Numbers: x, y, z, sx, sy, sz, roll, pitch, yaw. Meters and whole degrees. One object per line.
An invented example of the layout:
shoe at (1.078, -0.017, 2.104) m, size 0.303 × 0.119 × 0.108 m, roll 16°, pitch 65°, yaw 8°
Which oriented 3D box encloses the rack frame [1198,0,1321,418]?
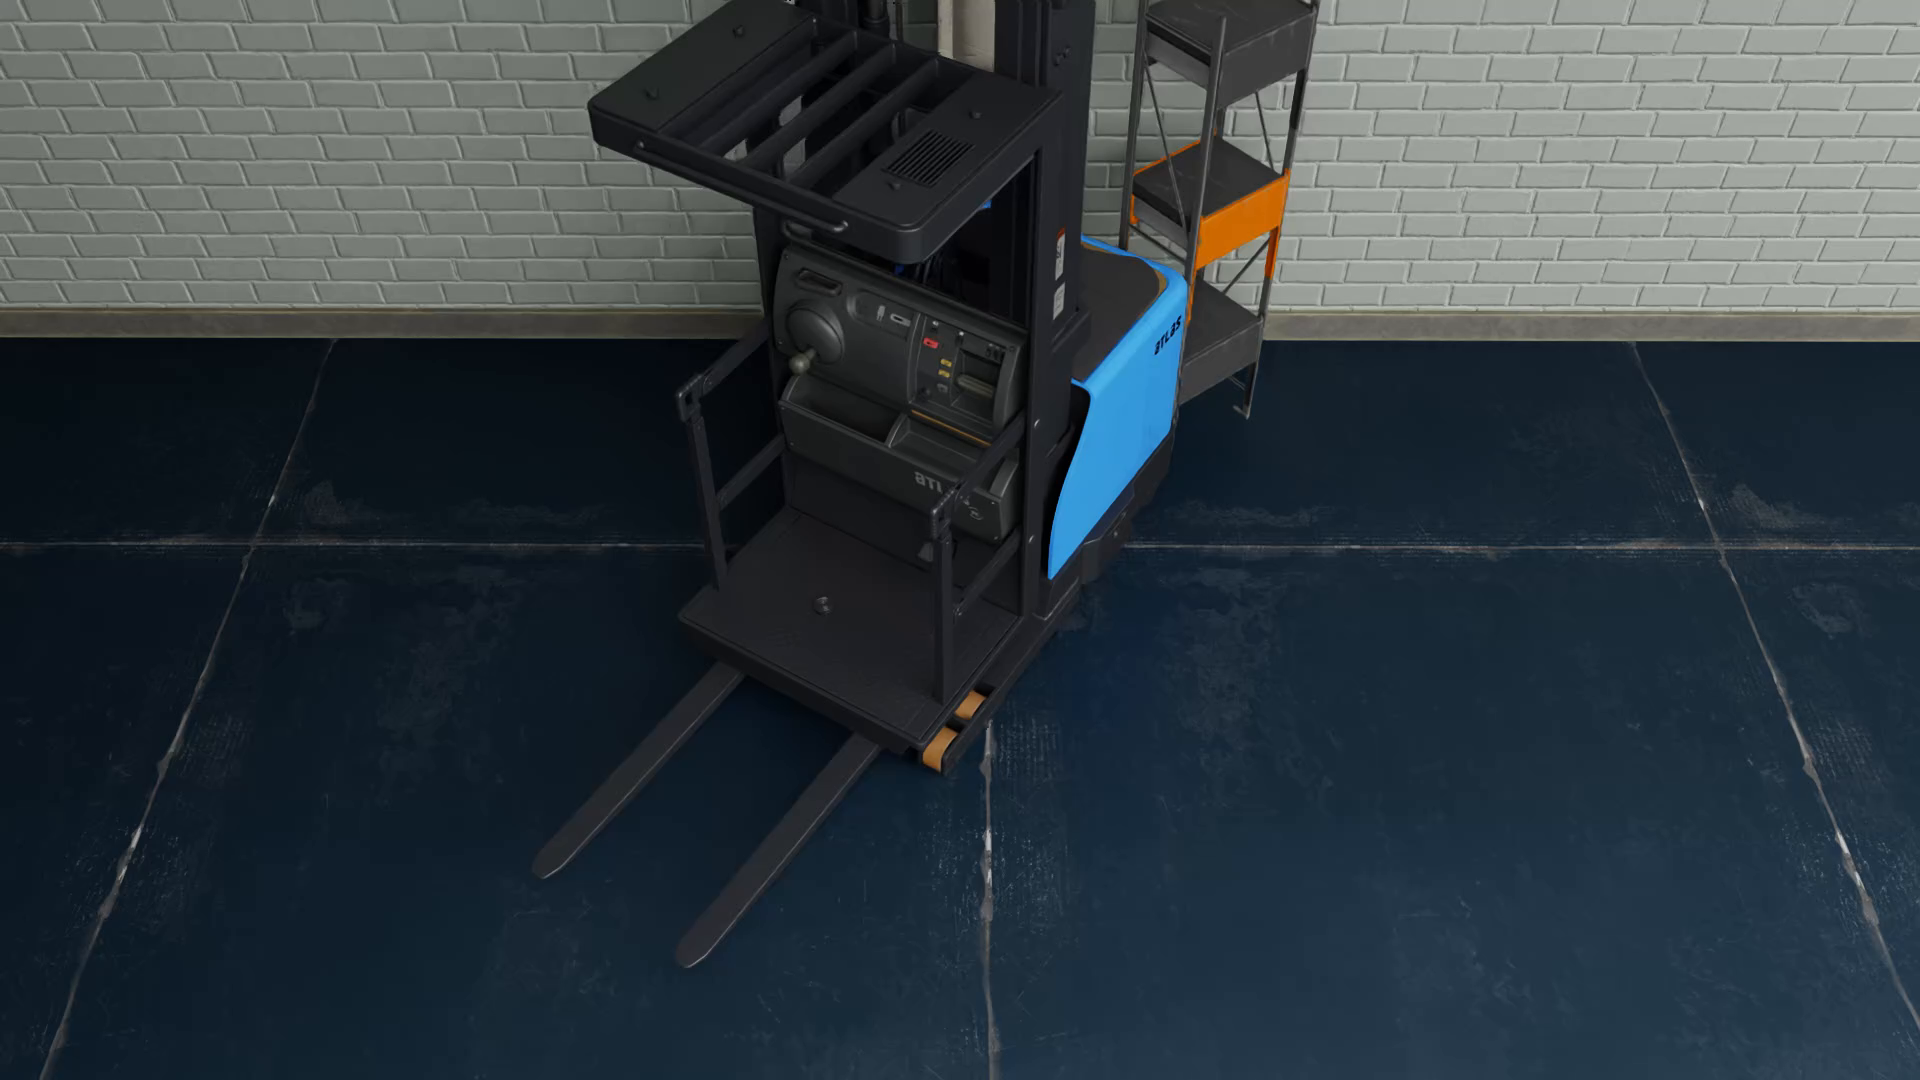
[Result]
rack frame at (1.144, -1.370, 6.670) m, size 0.015 × 2.100 × 0.400 m, roll -31°, pitch 54°, yaw -26°

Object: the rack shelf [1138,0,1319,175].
rack shelf at (0.954, -1.728, 6.065) m, size 0.480 × 0.518 × 0.431 m, roll -31°, pitch 54°, yaw -26°

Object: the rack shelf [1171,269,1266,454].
rack shelf at (0.954, -0.769, 7.085) m, size 0.480 × 0.518 × 0.431 m, roll -31°, pitch 54°, yaw -26°

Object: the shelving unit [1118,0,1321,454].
shelving unit at (0.954, -1.258, 6.565) m, size 0.503 × 2.100 × 0.431 m, roll -31°, pitch 54°, yaw -26°

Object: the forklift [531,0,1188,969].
forklift at (-0.332, -0.555, 5.345) m, size 1.130 × 2.935 × 3.031 m, roll 25°, pitch 52°, yaw 21°

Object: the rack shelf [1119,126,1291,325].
rack shelf at (0.954, -1.249, 6.575) m, size 0.480 × 0.518 × 0.431 m, roll -31°, pitch 54°, yaw -26°

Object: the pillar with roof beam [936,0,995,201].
pillar with roof beam at (0.096, -0.757, 1.388) m, size 0.400 × 9.000 × 9.100 m, roll 0°, pitch 47°, yaw 0°

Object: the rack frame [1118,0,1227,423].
rack frame at (0.765, -1.146, 6.460) m, size 0.015 × 2.100 × 0.400 m, roll -31°, pitch 54°, yaw -26°
